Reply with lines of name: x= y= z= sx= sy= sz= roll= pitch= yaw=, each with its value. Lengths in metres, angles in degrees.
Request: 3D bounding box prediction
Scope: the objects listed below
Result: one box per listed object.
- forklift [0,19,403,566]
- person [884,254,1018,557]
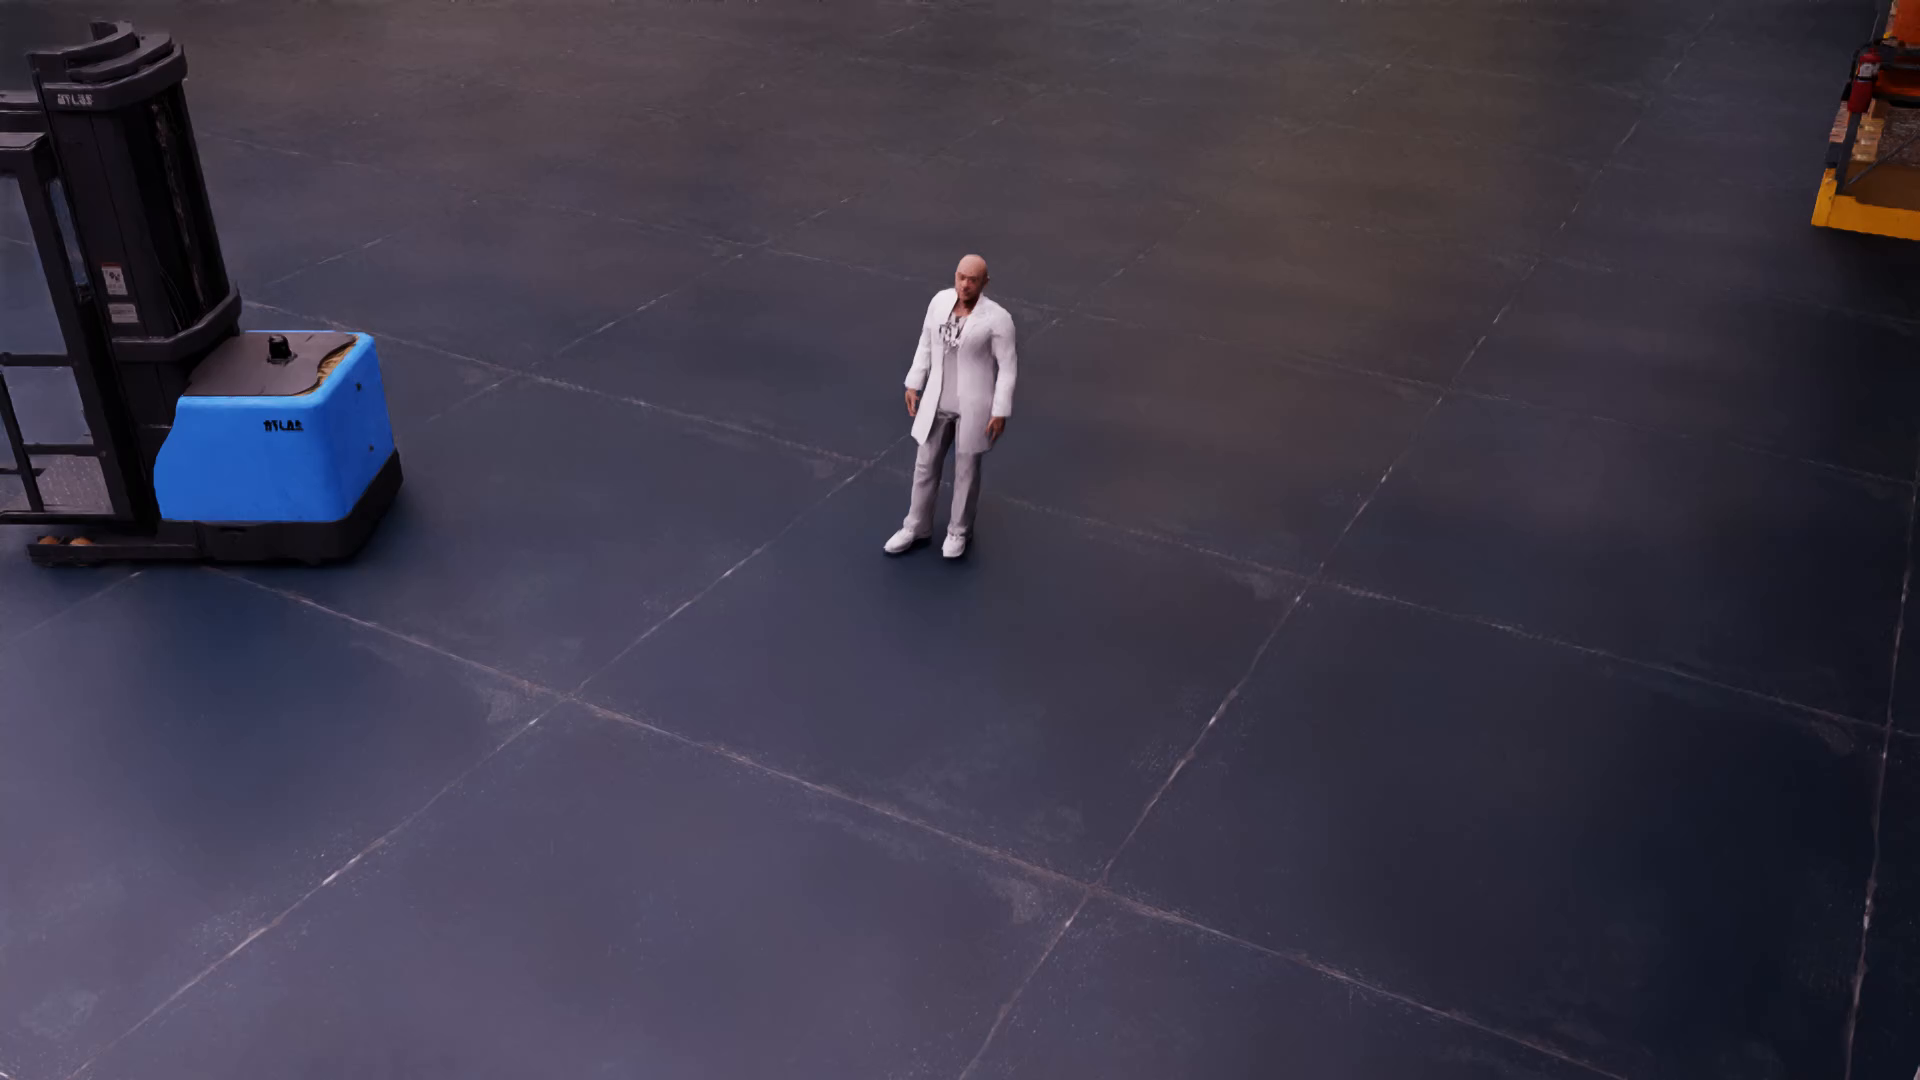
forklift: x=-5.039 y=-1.380 z=9.461 sx=3.031 sy=2.935 sz=1.130 roll=1 pitch=30 yaw=1
person: x=-0.048 y=-0.737 z=9.488 sx=0.694 sy=1.776 sz=0.579 roll=15 pitch=33 yaw=25
